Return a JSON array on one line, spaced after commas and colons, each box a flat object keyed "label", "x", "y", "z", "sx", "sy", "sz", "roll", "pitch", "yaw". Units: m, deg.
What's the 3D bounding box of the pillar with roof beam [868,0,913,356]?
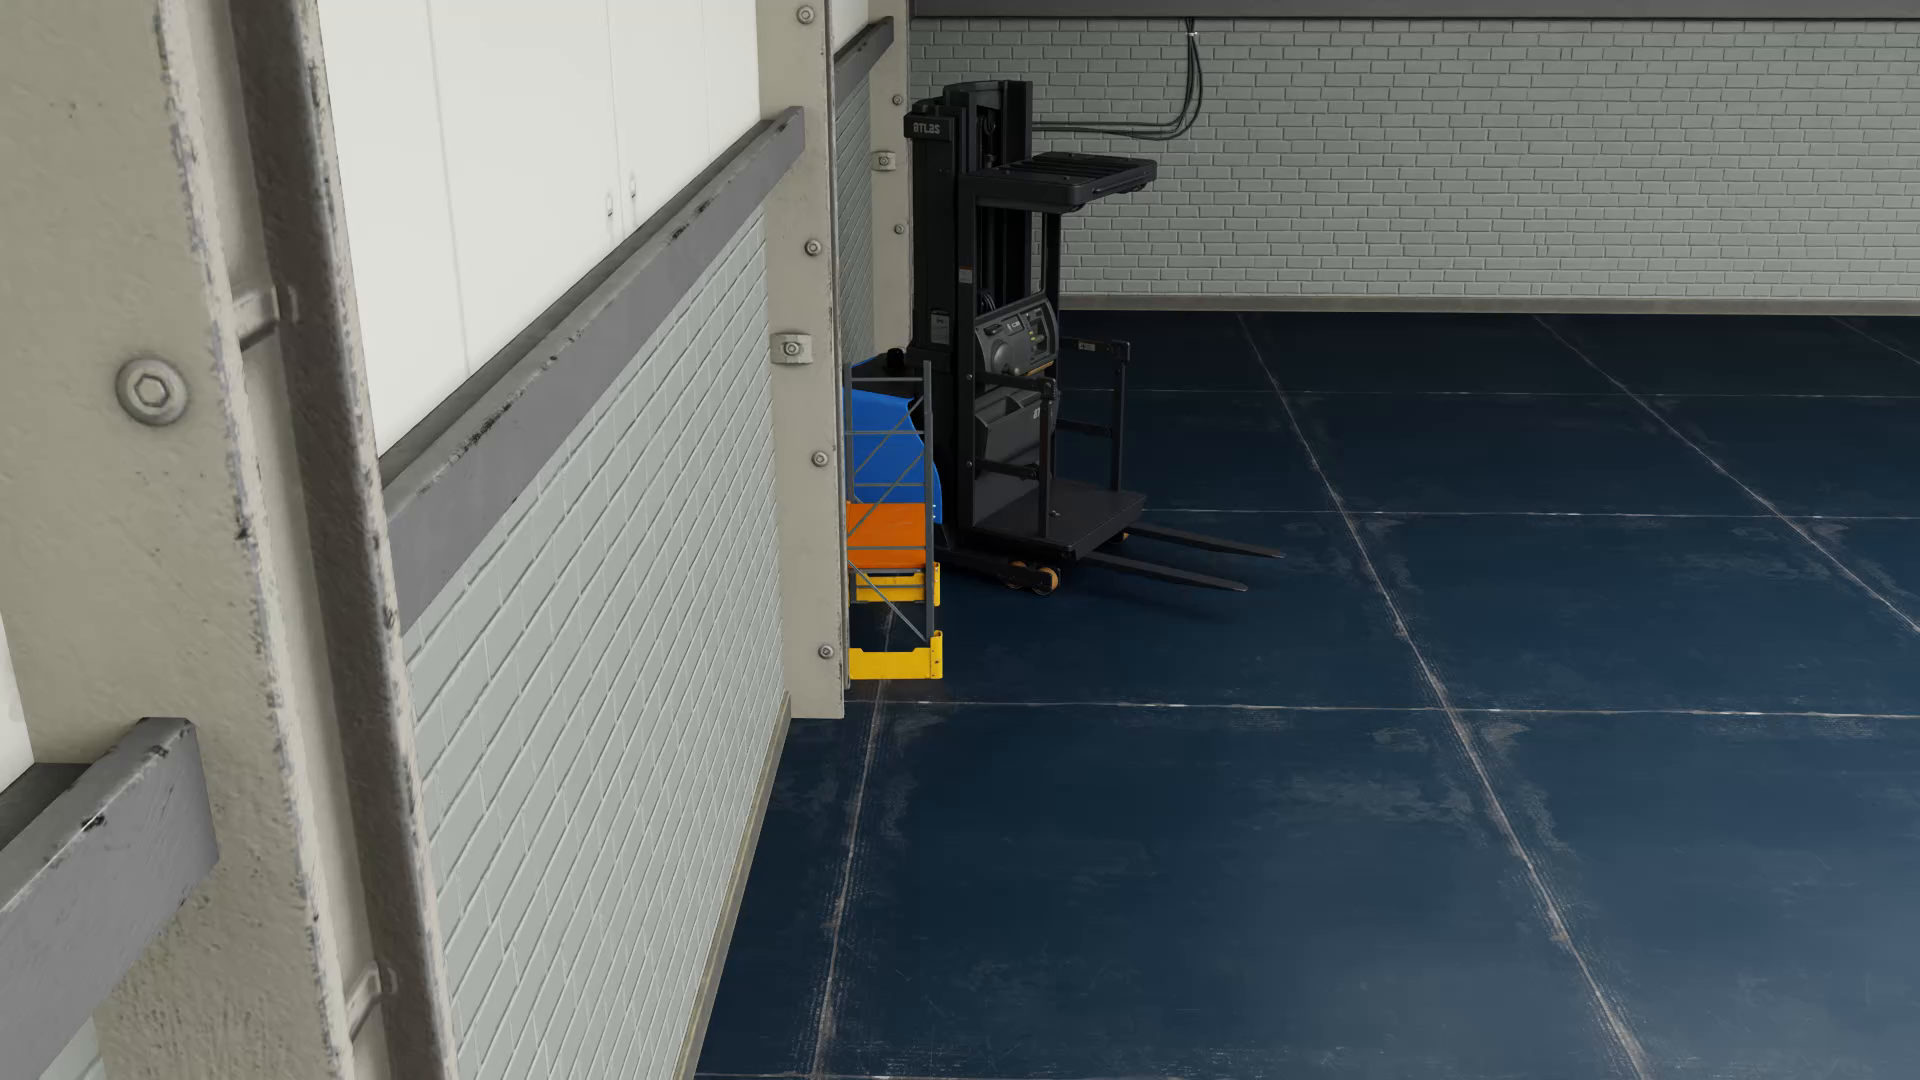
[{"label": "pillar with roof beam", "x": 3.730, "y": -5.463, "z": 12.670, "sx": 9.100, "sy": 9.000, "sz": 0.400, "roll": 1, "pitch": 21, "yaw": 2}]

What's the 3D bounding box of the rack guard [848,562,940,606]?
[{"label": "rack guard", "x": -0.416, "y": 0.268, "z": 9.992, "sx": 0.587, "sy": 0.250, "sz": 0.087, "roll": -1, "pitch": 21, "yaw": -1}]

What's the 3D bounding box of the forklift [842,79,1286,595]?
[{"label": "forklift", "x": 0.533, "y": -1.250, "z": 10.198, "sx": 3.031, "sy": 2.935, "sz": 1.130, "roll": 12, "pitch": 24, "yaw": 29}]

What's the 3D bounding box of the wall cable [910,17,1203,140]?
[{"label": "wall cable", "x": 0.839, "y": -5.114, "z": 16.061, "sx": 3.097, "sy": 2.526, "sz": 0.112, "roll": 1, "pitch": 21, "yaw": 2}]

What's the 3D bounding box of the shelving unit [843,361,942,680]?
[{"label": "shelving unit", "x": -0.404, "y": -0.135, "z": 9.302, "sx": 0.587, "sy": 1.500, "sz": 1.083, "roll": -1, "pitch": 21, "yaw": -1}]

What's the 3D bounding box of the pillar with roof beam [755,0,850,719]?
[{"label": "pillar with roof beam", "x": 3.548, "y": -3.294, "z": 7.079, "sx": 9.100, "sy": 9.000, "sz": 0.400, "roll": 1, "pitch": 21, "yaw": 2}]

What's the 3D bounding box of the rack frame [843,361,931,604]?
[{"label": "rack frame", "x": -0.416, "y": -0.322, "z": 9.785, "sx": 0.500, "sy": 1.500, "sz": 0.032, "roll": -1, "pitch": 21, "yaw": -1}]

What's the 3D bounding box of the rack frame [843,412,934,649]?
[{"label": "rack frame", "x": -0.391, "y": 0.046, "z": 8.837, "sx": 0.500, "sy": 1.500, "sz": 0.032, "roll": -1, "pitch": 21, "yaw": -1}]

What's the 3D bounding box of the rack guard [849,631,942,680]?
[{"label": "rack guard", "x": -0.391, "y": 0.628, "z": 9.064, "sx": 0.587, "sy": 0.250, "sz": 0.087, "roll": -1, "pitch": 21, "yaw": -1}]

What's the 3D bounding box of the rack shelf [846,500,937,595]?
[{"label": "rack shelf", "x": -0.404, "y": 0.030, "z": 9.376, "sx": 0.538, "sy": 0.185, "sz": 1.000, "roll": -1, "pitch": 21, "yaw": -1}]
